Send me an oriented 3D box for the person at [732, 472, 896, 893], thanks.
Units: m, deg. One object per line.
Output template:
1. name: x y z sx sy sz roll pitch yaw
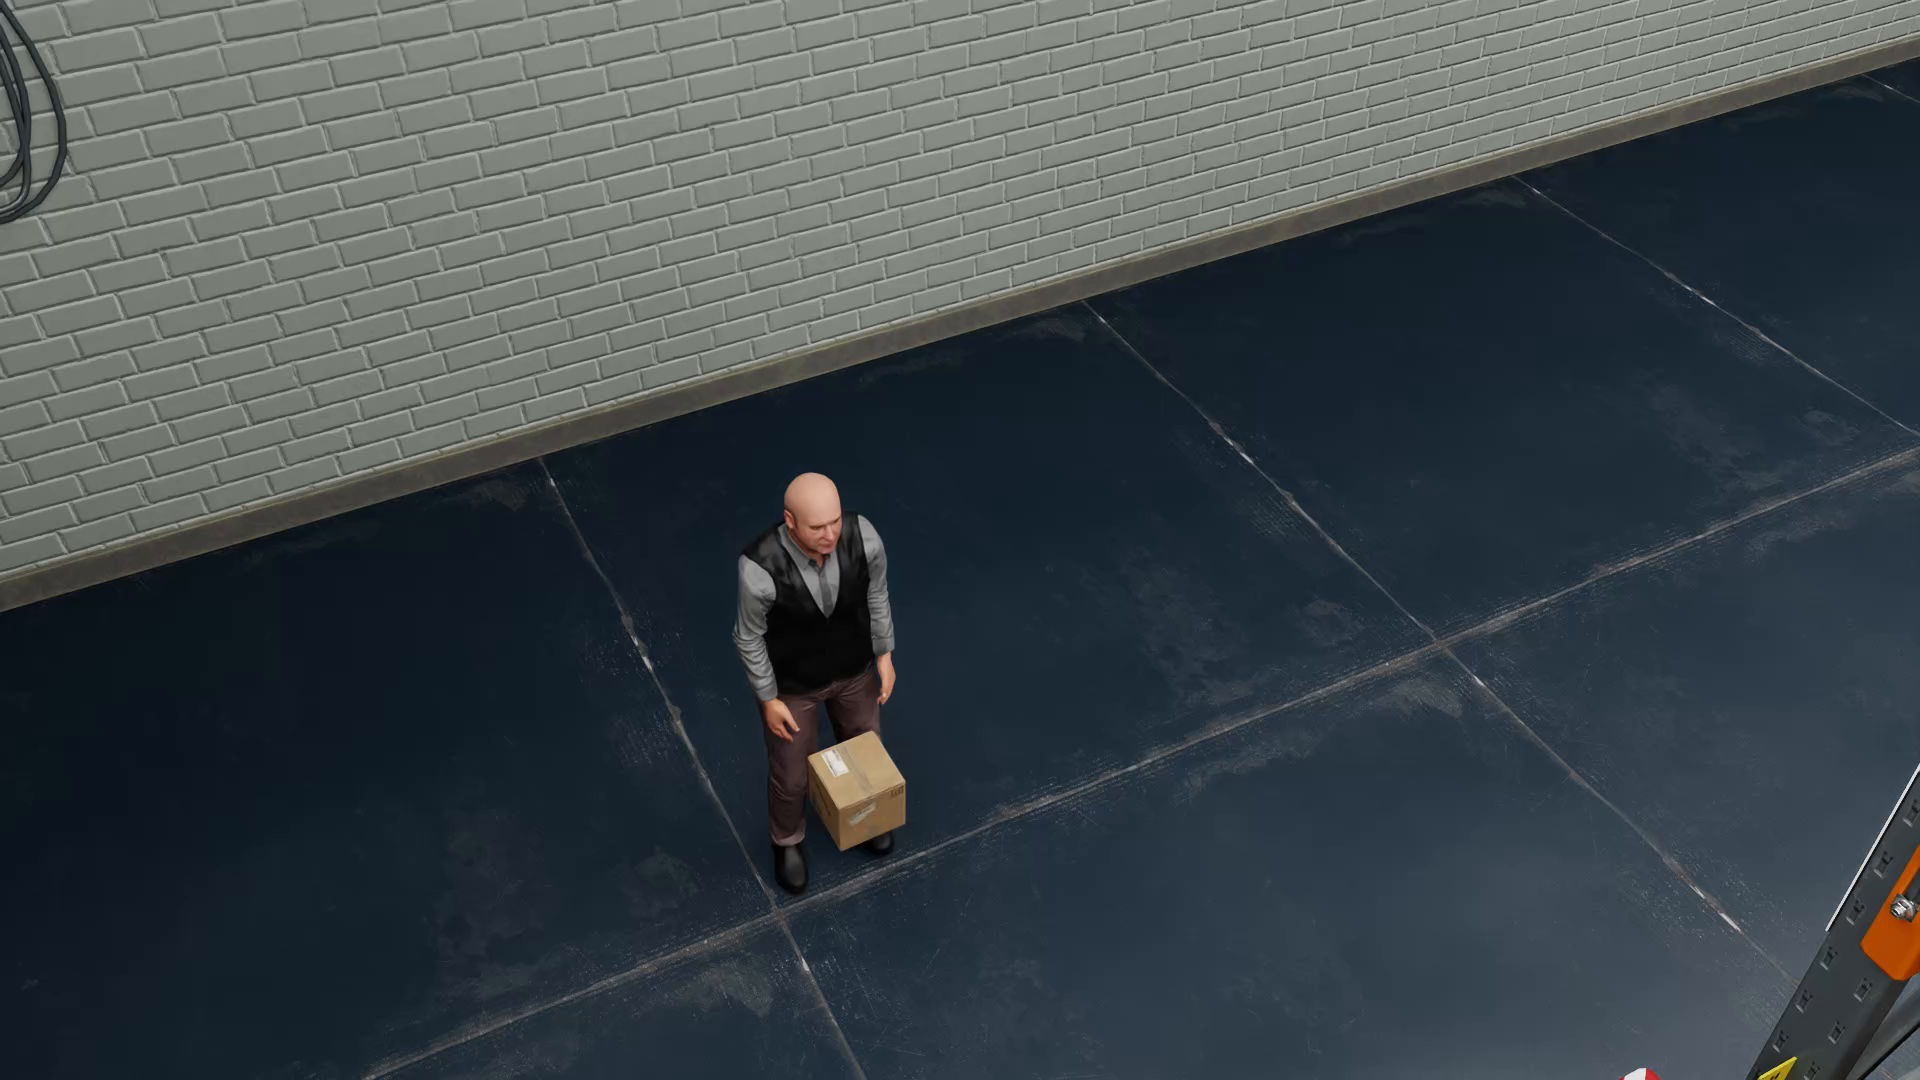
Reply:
1. person: -0.485 0.482 5.694 0.560 1.626 0.420 -20 45 -22
